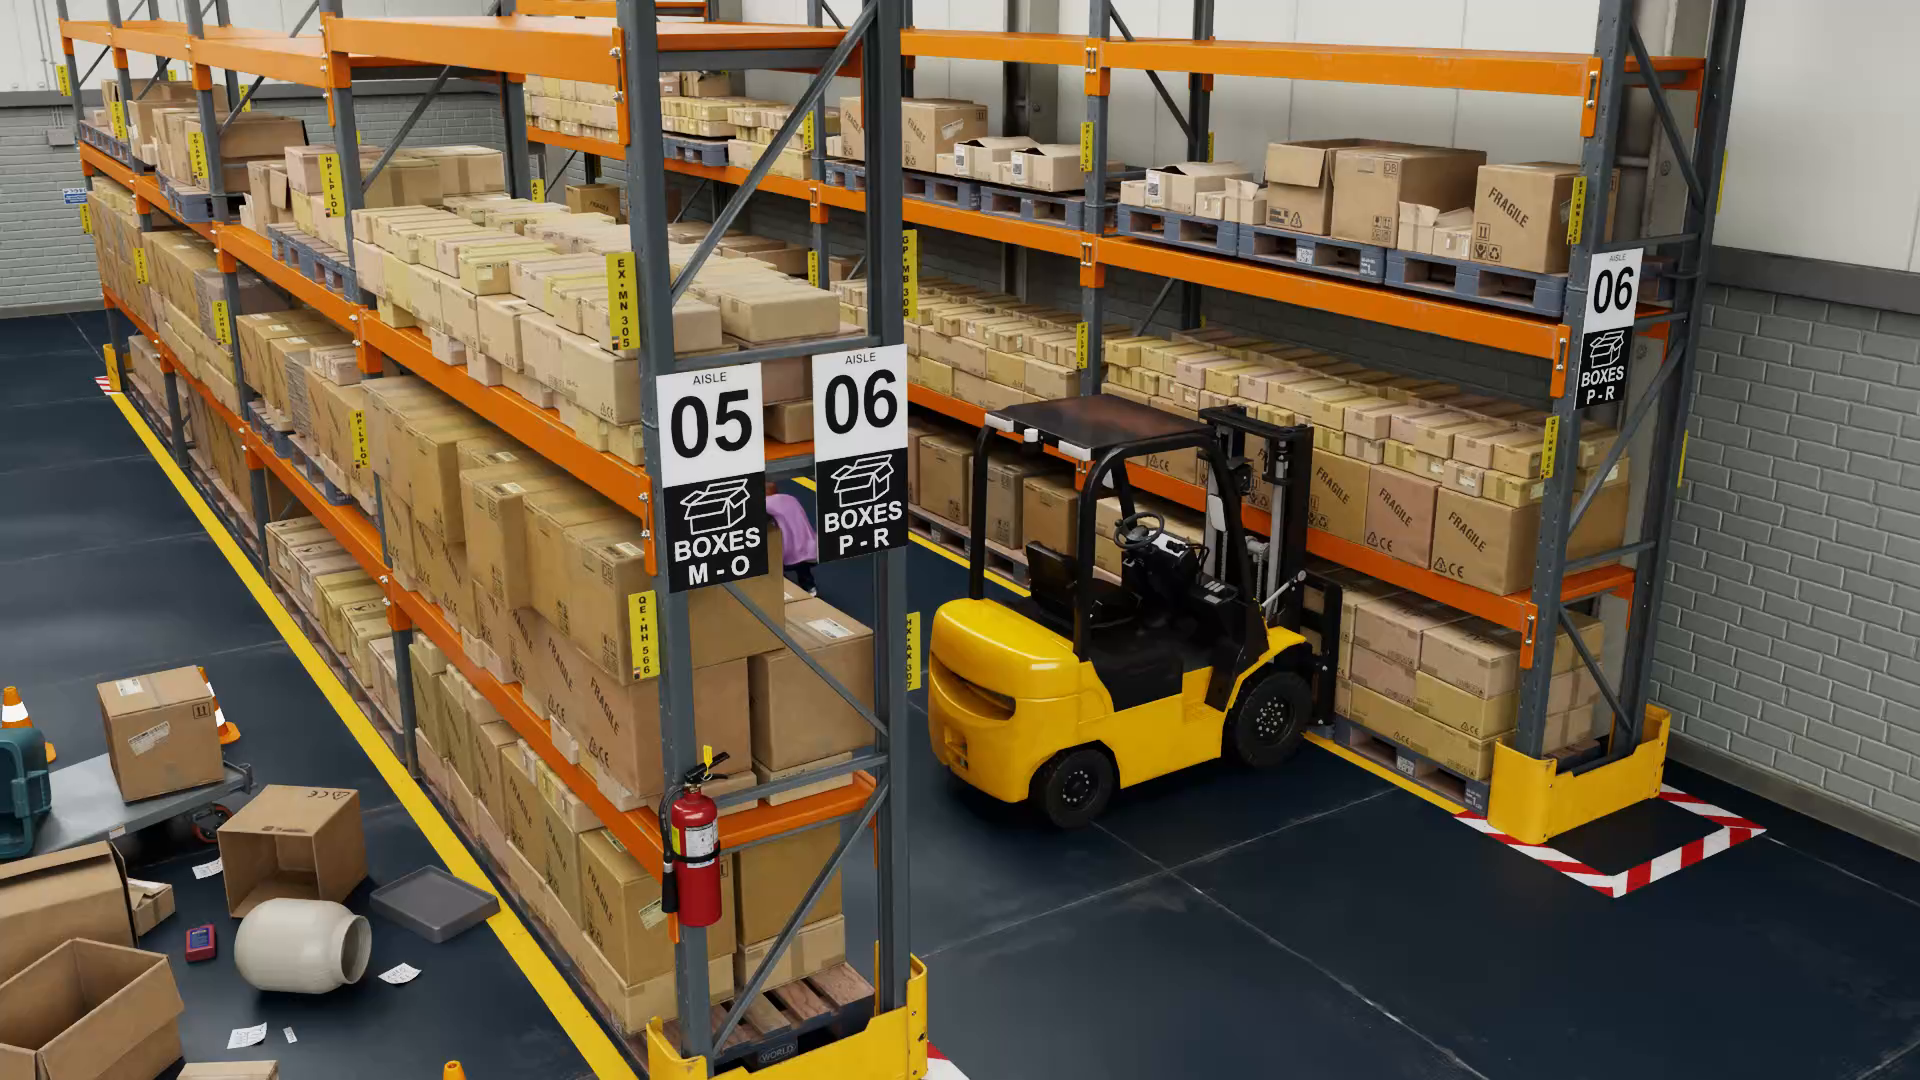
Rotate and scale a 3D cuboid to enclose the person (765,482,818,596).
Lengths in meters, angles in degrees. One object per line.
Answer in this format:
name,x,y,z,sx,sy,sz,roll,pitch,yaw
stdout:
person,-1.356,-0.014,12.766,0.451,0.880,0.807,-12,22,-31
